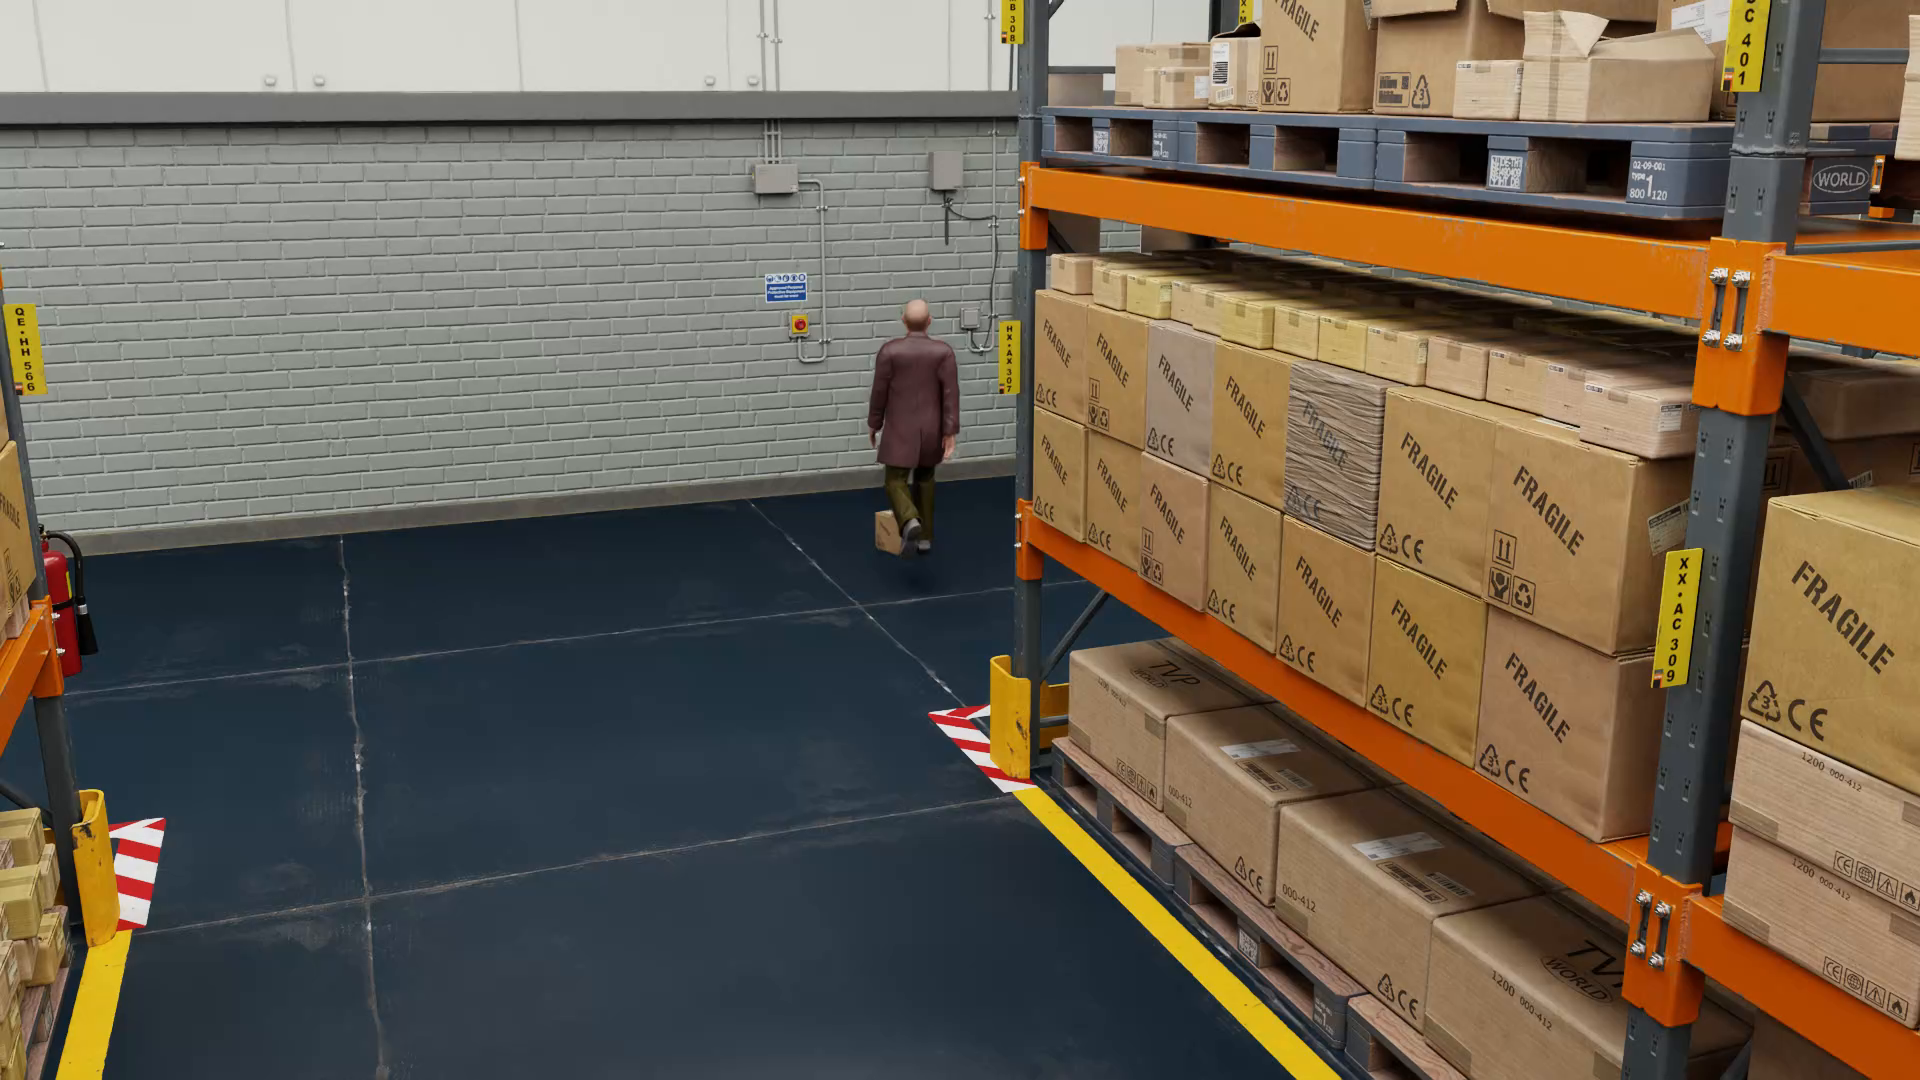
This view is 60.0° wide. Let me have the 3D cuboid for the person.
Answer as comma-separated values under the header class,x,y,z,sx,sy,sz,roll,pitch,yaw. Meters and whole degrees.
class,x,y,z,sx,sy,sz,roll,pitch,yaw
person,-0.306,-0.732,11.178,0.595,1.730,0.921,-3,16,-12
